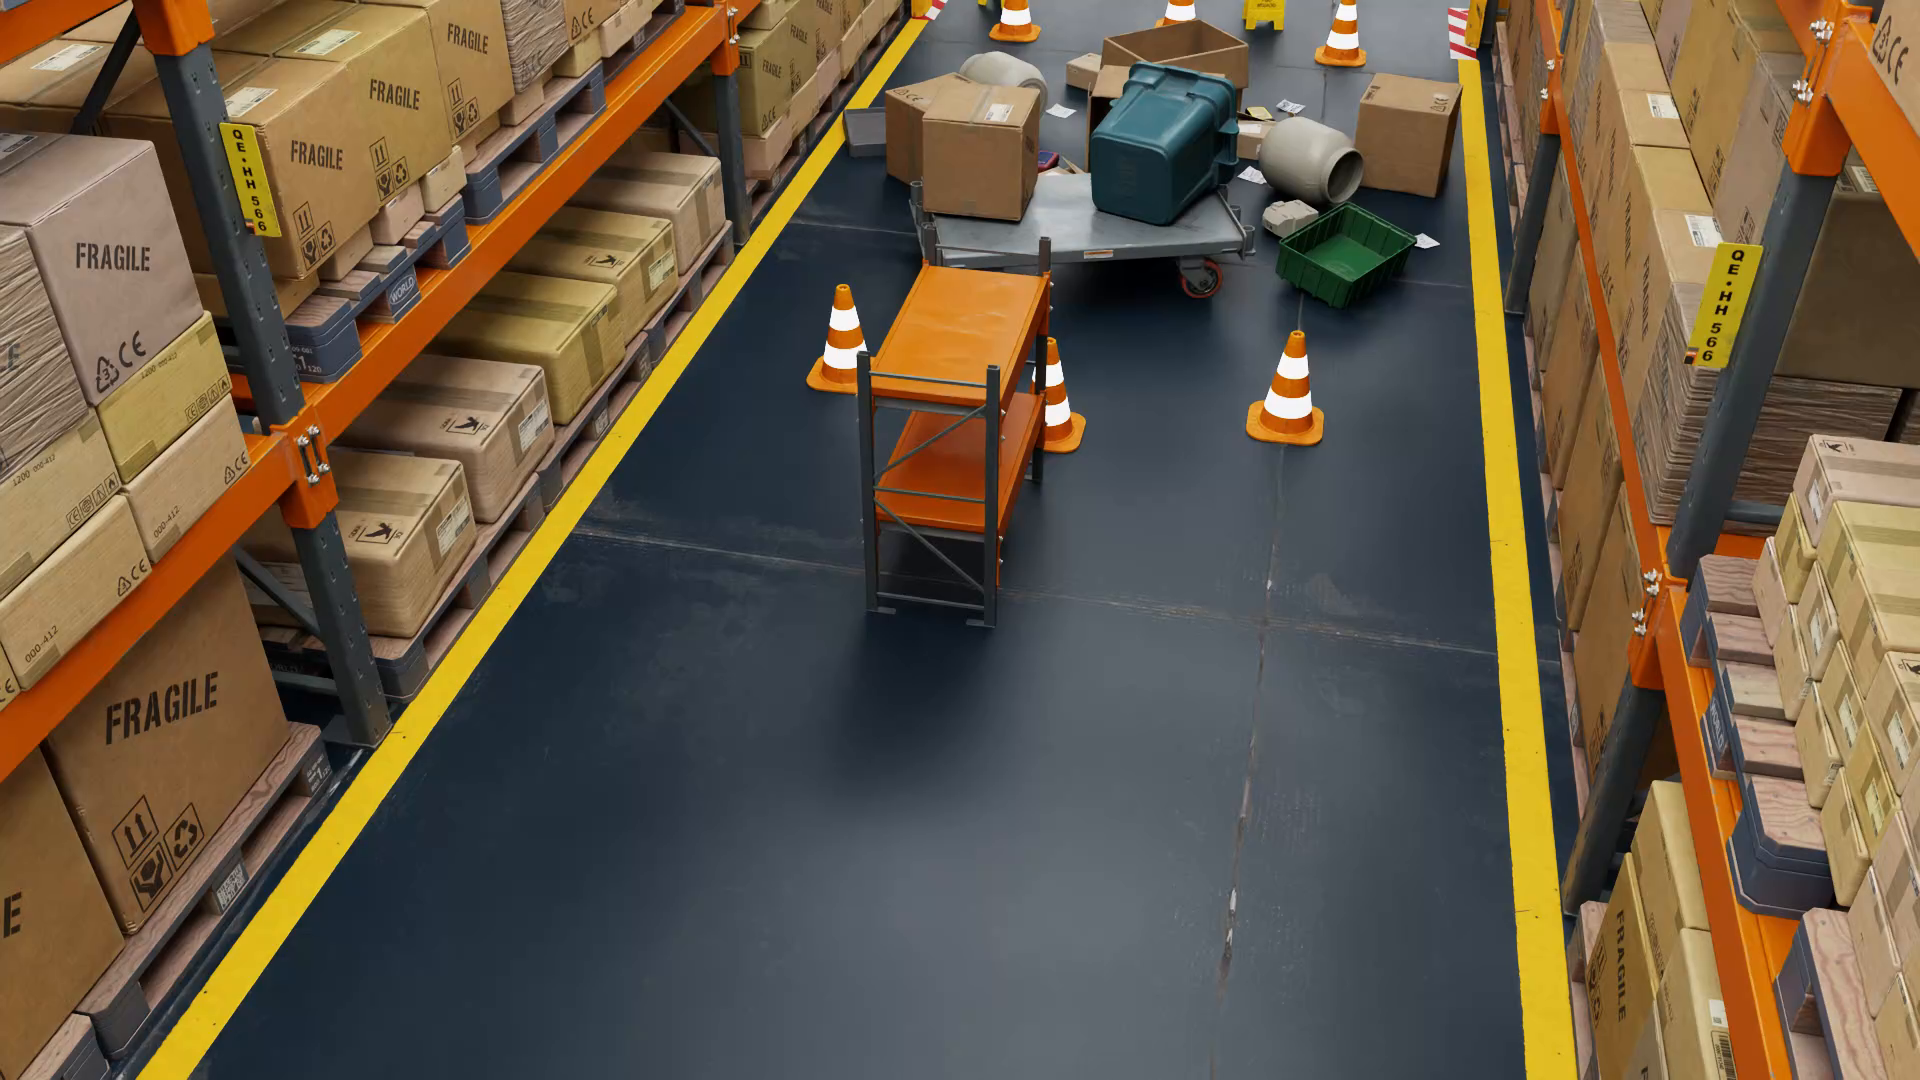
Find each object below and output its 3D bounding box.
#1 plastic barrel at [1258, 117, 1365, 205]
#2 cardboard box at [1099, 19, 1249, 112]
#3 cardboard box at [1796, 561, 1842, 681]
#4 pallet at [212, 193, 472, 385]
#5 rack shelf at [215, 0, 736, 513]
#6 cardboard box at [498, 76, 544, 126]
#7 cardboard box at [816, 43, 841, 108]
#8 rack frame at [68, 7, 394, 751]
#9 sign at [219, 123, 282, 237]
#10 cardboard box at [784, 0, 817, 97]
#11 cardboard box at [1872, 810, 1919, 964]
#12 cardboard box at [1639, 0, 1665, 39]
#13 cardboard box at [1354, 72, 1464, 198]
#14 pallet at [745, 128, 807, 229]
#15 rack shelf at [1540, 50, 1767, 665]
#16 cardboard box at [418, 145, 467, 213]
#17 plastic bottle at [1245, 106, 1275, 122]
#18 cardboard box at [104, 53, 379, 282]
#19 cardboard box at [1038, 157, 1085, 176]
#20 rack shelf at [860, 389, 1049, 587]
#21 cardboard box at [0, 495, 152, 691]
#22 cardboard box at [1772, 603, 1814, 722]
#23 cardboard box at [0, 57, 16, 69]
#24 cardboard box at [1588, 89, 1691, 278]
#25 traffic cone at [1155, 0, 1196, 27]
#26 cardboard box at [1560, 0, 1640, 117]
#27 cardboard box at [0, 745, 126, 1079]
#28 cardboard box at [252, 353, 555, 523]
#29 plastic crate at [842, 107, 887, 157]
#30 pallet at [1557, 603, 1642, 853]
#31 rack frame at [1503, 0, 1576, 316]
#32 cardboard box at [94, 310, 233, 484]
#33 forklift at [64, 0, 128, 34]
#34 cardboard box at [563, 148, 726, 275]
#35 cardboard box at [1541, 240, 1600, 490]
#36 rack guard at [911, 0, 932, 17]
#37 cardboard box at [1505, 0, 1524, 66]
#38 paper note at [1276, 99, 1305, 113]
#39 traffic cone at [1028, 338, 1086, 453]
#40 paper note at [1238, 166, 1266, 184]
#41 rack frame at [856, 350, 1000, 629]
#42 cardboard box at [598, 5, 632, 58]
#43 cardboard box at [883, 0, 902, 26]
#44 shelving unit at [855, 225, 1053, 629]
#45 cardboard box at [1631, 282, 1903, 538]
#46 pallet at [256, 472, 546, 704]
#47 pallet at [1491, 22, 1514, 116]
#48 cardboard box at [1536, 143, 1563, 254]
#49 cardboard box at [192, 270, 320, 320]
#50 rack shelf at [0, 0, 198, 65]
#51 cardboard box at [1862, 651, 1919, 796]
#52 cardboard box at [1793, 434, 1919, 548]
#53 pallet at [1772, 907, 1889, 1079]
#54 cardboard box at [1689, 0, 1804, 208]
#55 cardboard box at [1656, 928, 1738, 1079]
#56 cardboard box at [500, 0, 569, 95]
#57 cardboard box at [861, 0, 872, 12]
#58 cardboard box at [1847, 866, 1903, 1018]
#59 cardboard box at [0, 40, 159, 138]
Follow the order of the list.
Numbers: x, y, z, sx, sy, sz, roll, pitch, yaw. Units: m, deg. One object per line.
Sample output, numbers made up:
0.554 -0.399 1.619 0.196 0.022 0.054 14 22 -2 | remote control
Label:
1.965 -2.114 9.307 0.421 0.421 0.512 -24 42 -30 | plastic barrel
1.316 -2.835 10.233 0.797 0.503 0.637 -17 39 -22 | cardboard box
2.011 0.197 3.524 0.380 0.149 0.250 9 37 12 | cardboard box
-2.443 -0.928 5.638 1.213 0.211 1.003 7 37 10 | pallet
-2.063 -1.439 6.793 1.077 0.370 4.000 7 37 10 | rack shelf
-1.847 -1.736 6.445 0.380 0.149 0.250 8 37 11 | cardboard box
-1.033 -2.850 10.112 0.500 0.250 0.500 7 36 9 | cardboard box
-2.491 -0.584 5.000 1.000 3.000 0.127 7 37 10 | rack frame
-1.948 -0.985 4.567 0.100 0.325 0.005 7 37 10 | sign
-1.144 -2.851 9.473 0.500 0.500 0.500 9 37 12 | cardboard box
1.850 0.638 2.916 0.380 0.149 0.250 7 37 10 | cardboard box
3.013 -2.180 6.264 0.700 0.500 0.500 7 36 9 | cardboard box
2.550 -2.322 9.526 0.500 0.500 0.500 14 38 18 | cardboard box
-1.527 -2.138 9.520 1.003 0.211 1.213 7 37 10 | pallet
2.794 -0.877 6.017 1.077 0.370 4.000 7 37 10 | rack shelf
-1.964 -1.280 5.816 0.380 0.149 0.250 8 37 10 | cardboard box
1.865 -2.600 10.285 0.133 0.061 0.283 -5 36 -6 | plastic bottle
-2.168 -1.144 5.076 0.500 0.500 0.500 6 36 9 | cardboard box
0.634 -1.968 9.240 0.258 0.266 0.396 -17 39 -22 | cardboard box
-0.001 -0.254 6.558 0.538 0.278 1.000 7 37 10 | rack shelf
-2.439 0.094 4.192 0.500 0.250 0.500 8 37 11 | cardboard box
2.017 0.295 3.643 0.380 0.149 0.250 9 37 12 | cardboard box
-6.059 -2.790 10.029 0.500 0.250 0.500 8 37 10 | cardboard box
2.521 -1.221 5.793 0.500 0.500 0.500 8 37 11 | cardboard box
1.543 -3.791 11.586 0.336 0.463 0.334 7 37 10 | traffic cone
2.846 -2.088 6.989 0.500 0.500 0.500 8 37 10 | cardboard box
-2.914 1.003 4.263 0.875 0.875 0.875 8 37 11 | cardboard box
-2.210 -0.437 6.678 0.950 0.372 0.625 7 36 9 | cardboard box
-0.500 -2.492 10.121 0.402 0.080 0.583 -5 36 -6 | plastic crate
2.609 0.665 5.653 1.003 0.211 1.213 7 37 10 | pallet
3.221 -2.315 7.388 1.000 3.000 0.127 7 37 10 | rack frame
-2.346 -0.416 4.470 0.500 0.250 0.500 7 37 10 | cardboard box
-4.288 -3.292 8.794 1.130 2.935 3.031 -14 38 -19 | forklift
-1.746 -1.682 8.397 0.950 0.372 0.625 8 37 11 | cardboard box
2.967 -0.654 6.656 1.050 0.750 0.750 7 37 10 | cardboard box
-0.798 -4.115 12.002 1.175 0.500 0.348 7 37 10 | rack guard
3.995 -3.521 10.504 0.875 0.875 0.875 8 37 10 | cardboard box
2.091 -2.743 10.510 0.144 0.017 0.142 20 41 26 | paper note
0.382 -0.672 7.283 0.336 0.463 0.334 7 37 10 | traffic cone
1.723 -2.117 9.652 0.172 0.023 0.155 20 41 26 | paper note
-0.110 -0.160 6.012 0.500 1.125 0.032 7 37 10 | rack frame
-1.621 -2.168 7.042 0.380 0.149 0.250 8 37 10 | cardboard box
-0.697 -3.716 11.307 0.500 0.250 0.500 7 37 10 | cardboard box
-0.001 -0.452 6.415 0.538 1.125 1.048 7 37 10 | shelving unit
2.201 -0.354 4.597 0.500 0.500 0.500 7 37 10 | cardboard box
-2.322 0.097 6.436 1.003 0.211 1.213 7 37 10 | pallet
3.981 -3.011 10.724 1.003 0.211 1.213 7 37 10 | pallet
3.424 -1.976 8.374 0.875 0.875 0.875 8 37 11 | cardboard box
-2.240 -0.815 5.175 0.380 0.149 0.250 5 36 7 | cardboard box
-2.918 -0.361 2.749 1.077 0.370 4.000 7 37 10 | rack shelf
1.910 0.356 3.052 0.380 0.149 0.250 6 36 8 | cardboard box
2.078 -0.088 3.664 0.380 0.149 0.250 7 37 10 | cardboard box
1.984 1.196 2.707 1.003 0.211 1.213 7 37 10 | pallet
2.686 -1.308 5.061 0.700 0.500 0.500 7 36 9 | cardboard box
1.875 1.173 3.709 0.500 0.250 0.500 7 37 9 | cardboard box
-1.843 -2.035 6.305 0.500 0.500 0.500 6 36 8 | cardboard box
-0.806 -3.739 10.699 0.500 0.500 0.500 9 37 12 | cardboard box
1.849 0.758 3.005 0.380 0.149 0.250 8 37 11 | cardboard box
-2.665 -1.211 5.168 0.500 0.500 0.500 6 36 9 | cardboard box
